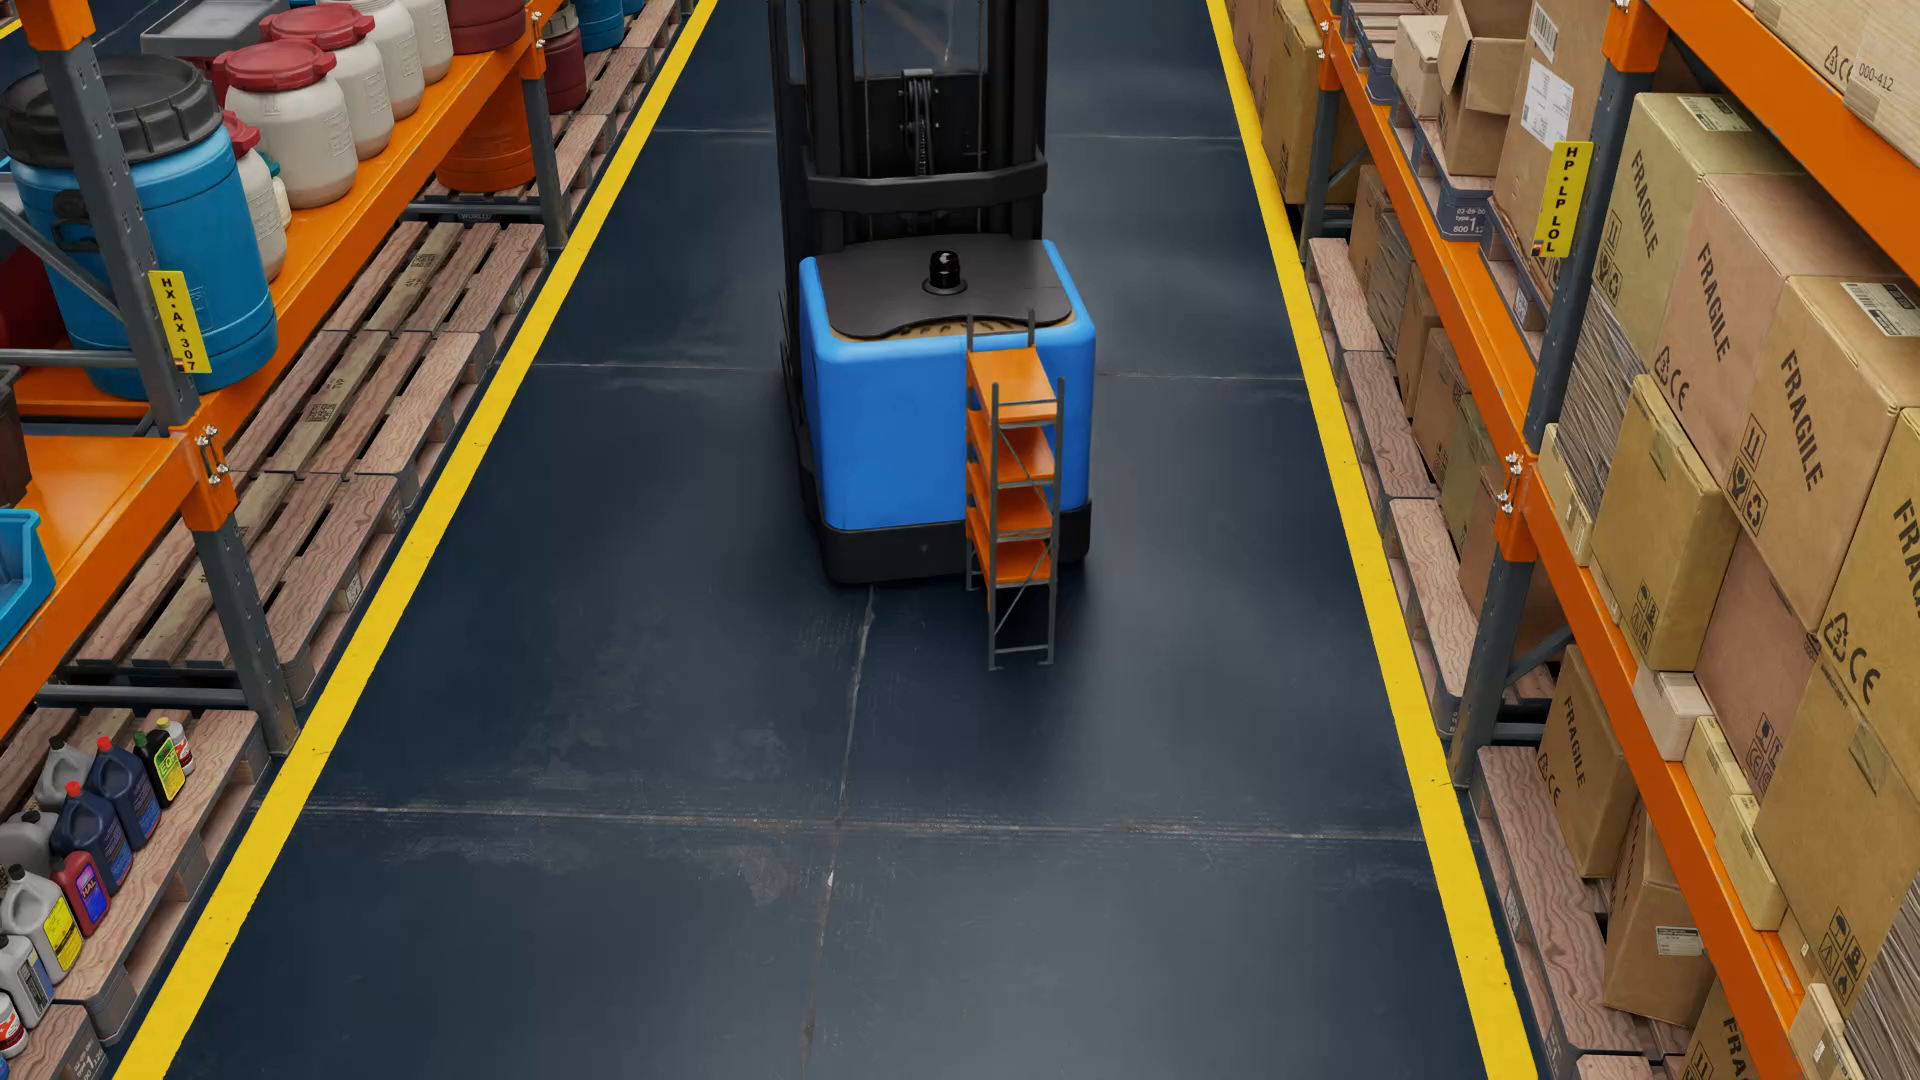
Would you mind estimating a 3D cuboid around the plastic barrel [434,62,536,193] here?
[{"bbox_3d":[-2.633,-2.395,9.071,0.600,0.830,0.708,1,35,2],"label":"plastic barrel"}]

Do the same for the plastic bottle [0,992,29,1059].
[{"bbox_3d":[-2.543,1.268,4.388,0.097,0.201,0.097,0,35,0],"label":"plastic bottle"}]

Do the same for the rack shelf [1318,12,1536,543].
[{"bbox_3d":[2.233,-1.272,6.576,1.077,0.370,4.000,1,35,2],"label":"rack shelf"}]

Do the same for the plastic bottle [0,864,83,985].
[{"bbox_3d":[-2.555,1.045,4.576,0.144,0.351,0.185,1,35,2],"label":"plastic bottle"}]

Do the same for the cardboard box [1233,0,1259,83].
[{"bbox_3d":[2.433,-3.434,10.510,1.225,0.875,0.875,0,35,0],"label":"cardboard box"}]

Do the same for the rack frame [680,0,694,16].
[{"bbox_3d":[-2.475,-5.128,11.437,1.000,3.000,0.127,1,35,2],"label":"rack frame"}]

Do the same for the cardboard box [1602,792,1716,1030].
[{"bbox_3d":[2.081,0.992,4.538,0.500,0.500,0.500,12,37,17],"label":"cardboard box"}]

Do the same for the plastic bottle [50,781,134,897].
[{"bbox_3d":[-2.542,0.859,4.840,0.144,0.351,0.185,0,35,0],"label":"plastic bottle"}]

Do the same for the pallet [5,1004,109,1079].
[{"bbox_3d":[-2.911,1.697,4.152,1.003,0.211,1.213,1,35,2],"label":"pallet"}]

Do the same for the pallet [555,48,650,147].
[{"bbox_3d":[-2.594,-2.842,10.610,1.003,0.211,1.213,1,35,2],"label":"pallet"}]

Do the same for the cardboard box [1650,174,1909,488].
[{"bbox_3d":[1.862,-0.449,3.565,0.500,0.500,0.500,1,35,2],"label":"cardboard box"}]

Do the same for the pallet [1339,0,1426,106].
[{"bbox_3d":[2.391,-2.225,7.474,1.213,0.211,1.003,1,35,2],"label":"pallet"}]

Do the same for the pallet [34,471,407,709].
[{"bbox_3d":[-2.803,0.157,6.342,1.003,0.211,1.213,1,35,2],"label":"pallet"}]

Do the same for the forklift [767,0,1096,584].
[{"bbox_3d":[-0.238,-1.871,6.863,1.130,2.935,3.031,-5,35,-8],"label":"forklift"}]

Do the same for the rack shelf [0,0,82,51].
[{"bbox_3d":[-2.877,-0.315,2.607,1.077,0.370,4.000,1,35,2],"label":"rack shelf"}]

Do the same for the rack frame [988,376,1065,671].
[{"bbox_3d":[0.223,-0.027,5.745,0.240,1.200,0.015,-5,35,-8],"label":"rack frame"}]

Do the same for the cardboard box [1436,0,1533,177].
[{"bbox_3d":[2.130,-1.629,6.004,0.797,0.503,0.637,5,35,7],"label":"cardboard box"}]

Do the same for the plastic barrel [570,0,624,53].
[{"bbox_3d":[-2.542,-3.722,10.897,0.600,0.901,0.708,1,35,2],"label":"plastic barrel"}]

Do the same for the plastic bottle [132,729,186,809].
[{"bbox_3d":[-2.486,0.684,5.148,0.061,0.283,0.133,3,35,4],"label":"plastic bottle"}]

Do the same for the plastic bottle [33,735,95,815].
[{"bbox_3d":[-2.678,0.746,5.001,0.144,0.351,0.185,1,35,2],"label":"plastic bottle"}]

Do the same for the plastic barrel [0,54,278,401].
[{"bbox_3d":[-2.478,-0.951,5.059,0.600,0.901,0.708,1,35,2],"label":"plastic barrel"}]

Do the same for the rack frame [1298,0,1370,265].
[{"bbox_3d":[2.313,-2.715,8.005,1.000,3.000,0.127,1,35,2],"label":"rack frame"}]

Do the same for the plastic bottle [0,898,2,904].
[{"bbox_3d":[-2.658,1.085,4.577,0.061,0.283,0.133,1,35,2],"label":"plastic bottle"}]

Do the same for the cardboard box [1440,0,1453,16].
[{"bbox_3d":[2.409,-2.294,6.953,0.700,0.500,0.500,6,36,9],"label":"cardboard box"}]

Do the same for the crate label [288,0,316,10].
[{"bbox_3d":[-2.946,-2.279,7.354,0.502,0.435,0.616,1,35,2],"label":"crate label"}]

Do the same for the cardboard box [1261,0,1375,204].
[{"bbox_3d":[2.362,-2.414,9.058,1.225,0.875,0.875,0,35,0],"label":"cardboard box"}]

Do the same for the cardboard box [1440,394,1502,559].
[{"bbox_3d":[2.237,-0.200,6.217,0.700,0.500,0.500,1,35,2],"label":"cardboard box"}]

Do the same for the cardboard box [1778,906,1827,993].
[{"bbox_3d":[1.832,0.809,3.208,0.380,0.149,0.250,1,35,2],"label":"cardboard box"}]

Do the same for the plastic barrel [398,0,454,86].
[{"bbox_3d":[-2.463,-2.279,7.287,0.421,0.512,0.421,0,35,0],"label":"plastic barrel"}]

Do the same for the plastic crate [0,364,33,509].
[{"bbox_3d":[-2.944,-0.208,4.491,0.767,0.338,0.504,1,35,2],"label":"plastic crate"}]

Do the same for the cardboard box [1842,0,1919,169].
[{"bbox_3d":[1.832,-0.741,2.717,0.500,0.250,0.500,0,35,0],"label":"cardboard box"}]

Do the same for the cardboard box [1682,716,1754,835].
[{"bbox_3d":[1.818,0.521,3.618,0.380,0.149,0.250,1,35,2],"label":"cardboard box"}]

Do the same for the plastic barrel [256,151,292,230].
[{"bbox_3d":[-2.590,-1.232,6.014,0.301,0.262,0.301,0,35,0],"label":"plastic barrel"}]

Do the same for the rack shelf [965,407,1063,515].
[{"bbox_3d":[0.183,-0.294,5.852,0.258,0.148,0.480,-5,35,-8],"label":"rack shelf"}]

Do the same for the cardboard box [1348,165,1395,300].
[{"bbox_3d":[2.306,-1.487,8.049,0.700,0.500,0.500,0,35,-1],"label":"cardboard box"}]

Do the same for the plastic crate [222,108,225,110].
[{"bbox_3d":[-3.008,-1.452,6.391,0.450,0.188,0.662,1,35,2],"label":"plastic crate"}]

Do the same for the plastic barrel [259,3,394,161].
[{"bbox_3d":[-2.492,-1.802,6.587,0.433,0.535,0.433,0,35,0],"label":"plastic barrel"}]

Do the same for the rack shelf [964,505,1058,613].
[{"bbox_3d":[0.183,0.052,6.095,0.258,0.148,0.480,-5,35,-8],"label":"rack shelf"}]

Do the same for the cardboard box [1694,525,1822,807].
[{"bbox_3d":[2.098,0.254,3.435,0.875,0.500,0.500,1,35,2],"label":"cardboard box"}]

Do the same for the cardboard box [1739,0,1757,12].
[{"bbox_3d":[1.879,-1.330,3.556,0.500,0.250,0.500,0,35,0],"label":"cardboard box"}]

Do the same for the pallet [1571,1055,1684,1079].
[{"bbox_3d":[2.115,1.813,3.986,1.003,0.211,1.213,1,35,2],"label":"pallet"}]

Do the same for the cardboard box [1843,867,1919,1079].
[{"bbox_3d":[2.005,0.827,2.619,0.875,0.500,0.500,1,35,2],"label":"cardboard box"}]

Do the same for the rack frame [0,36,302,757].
[{"bbox_3d":[-2.796,-0.531,4.897,1.000,3.000,0.127,1,35,2],"label":"rack frame"}]

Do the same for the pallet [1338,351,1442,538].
[{"bbox_3d":[2.229,-0.426,7.173,1.003,0.211,1.213,1,35,2],"label":"pallet"}]

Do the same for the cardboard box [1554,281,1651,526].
[{"bbox_3d":[2.073,-0.323,4.255,0.875,0.500,0.500,1,35,2],"label":"cardboard box"}]

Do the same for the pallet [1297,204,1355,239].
[{"bbox_3d":[2.420,-2.025,9.448,1.003,0.211,1.213,1,35,2],"label":"pallet"}]

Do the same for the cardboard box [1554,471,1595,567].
[{"bbox_3d":[1.821,-0.054,4.437,0.380,0.149,0.250,1,35,2],"label":"cardboard box"}]

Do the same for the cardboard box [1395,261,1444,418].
[{"bbox_3d":[2.281,-0.842,7.131,0.700,0.500,0.500,4,35,6],"label":"cardboard box"}]

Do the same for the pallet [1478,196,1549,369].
[{"bbox_3d":[2.329,-0.774,5.410,1.003,0.211,1.213,1,35,2],"label":"pallet"}]

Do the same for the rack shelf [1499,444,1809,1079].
[{"bbox_3d":[2.072,1.026,3.307,1.077,0.370,4.000,1,35,2],"label":"rack shelf"}]

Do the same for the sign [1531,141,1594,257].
[{"bbox_3d":[1.598,-0.901,4.417,0.100,0.325,0.005,1,35,2],"label":"sign"}]

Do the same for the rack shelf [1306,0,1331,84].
[{"bbox_3d":[2.394,-3.570,9.846,1.077,0.370,4.000,1,35,2],"label":"rack shelf"}]

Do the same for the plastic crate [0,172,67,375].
[{"bbox_3d":[-3.083,-0.843,5.285,0.402,0.464,0.583,1,35,2],"label":"plastic crate"}]

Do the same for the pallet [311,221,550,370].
[{"bbox_3d":[-2.705,-1.244,8.337,1.003,0.211,1.213,1,35,2],"label":"pallet"}]

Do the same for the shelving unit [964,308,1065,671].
[{"bbox_3d":[0.183,-0.166,5.942,0.258,1.200,0.503,-5,35,-8],"label":"shelving unit"}]

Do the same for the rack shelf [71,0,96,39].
[{"bbox_3d":[-2.716,-2.613,5.877,1.077,0.370,4.000,1,35,2],"label":"rack shelf"}]

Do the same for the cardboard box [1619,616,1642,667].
[{"bbox_3d":[1.838,0.234,4.027,0.380,0.149,0.250,1,35,2],"label":"cardboard box"}]

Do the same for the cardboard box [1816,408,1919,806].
[{"bbox_3d":[1.832,0.126,2.747,0.500,0.500,0.500,1,35,2],"label":"cardboard box"}]
